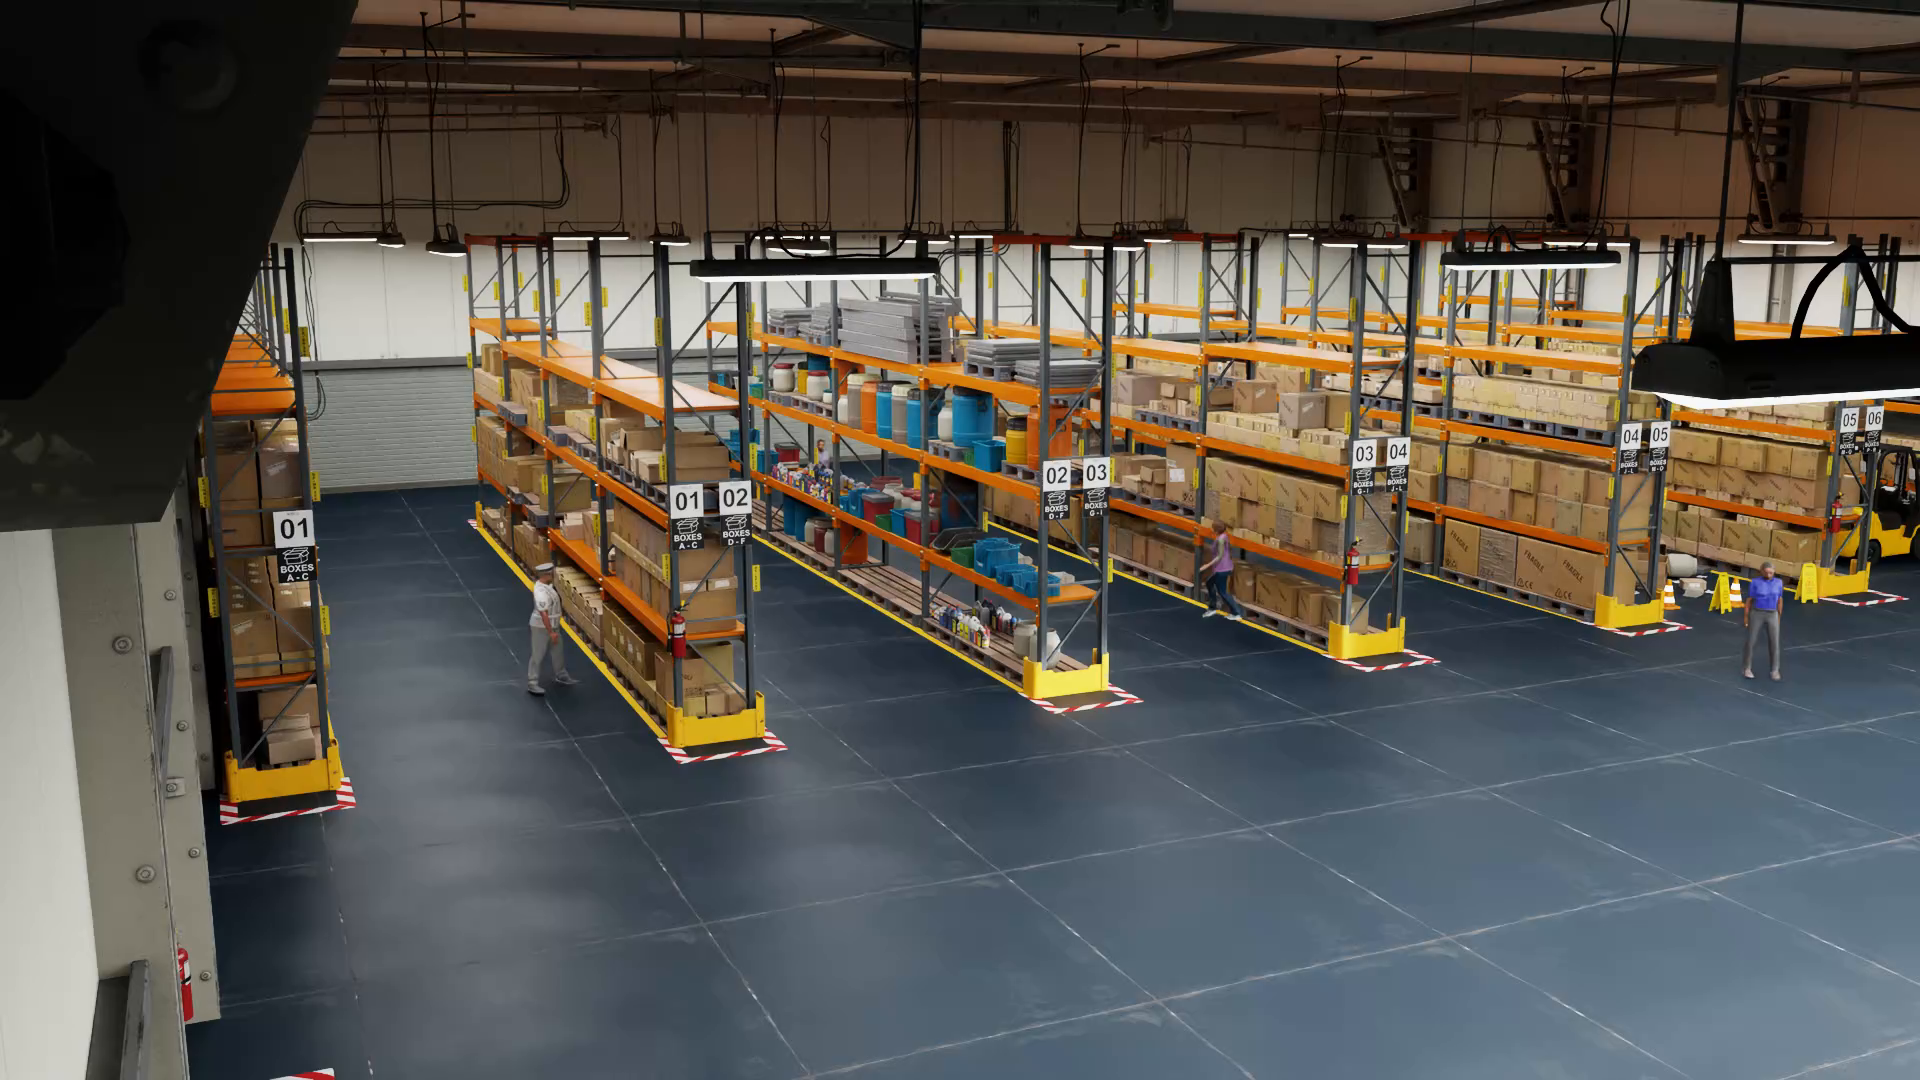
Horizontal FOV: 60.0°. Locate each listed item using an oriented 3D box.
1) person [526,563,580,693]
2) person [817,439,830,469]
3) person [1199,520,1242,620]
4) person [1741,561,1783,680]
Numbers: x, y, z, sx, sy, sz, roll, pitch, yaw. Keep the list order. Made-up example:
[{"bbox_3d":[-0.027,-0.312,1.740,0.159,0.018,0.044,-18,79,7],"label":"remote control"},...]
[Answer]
[{"bbox_3d":[-5.565,1.179,22.523,0.590,1.780,0.694,1,11,4],"label":"person"},{"bbox_3d":[-3.057,-1.416,36.195,0.524,1.596,0.909,-5,12,-22],"label":"person"},{"bbox_3d":[4.011,0.469,25.373,0.703,1.582,0.538,6,13,30],"label":"person"},{"bbox_3d":[11.179,1.192,23.136,0.536,1.463,0.376,3,11,16],"label":"person"}]
